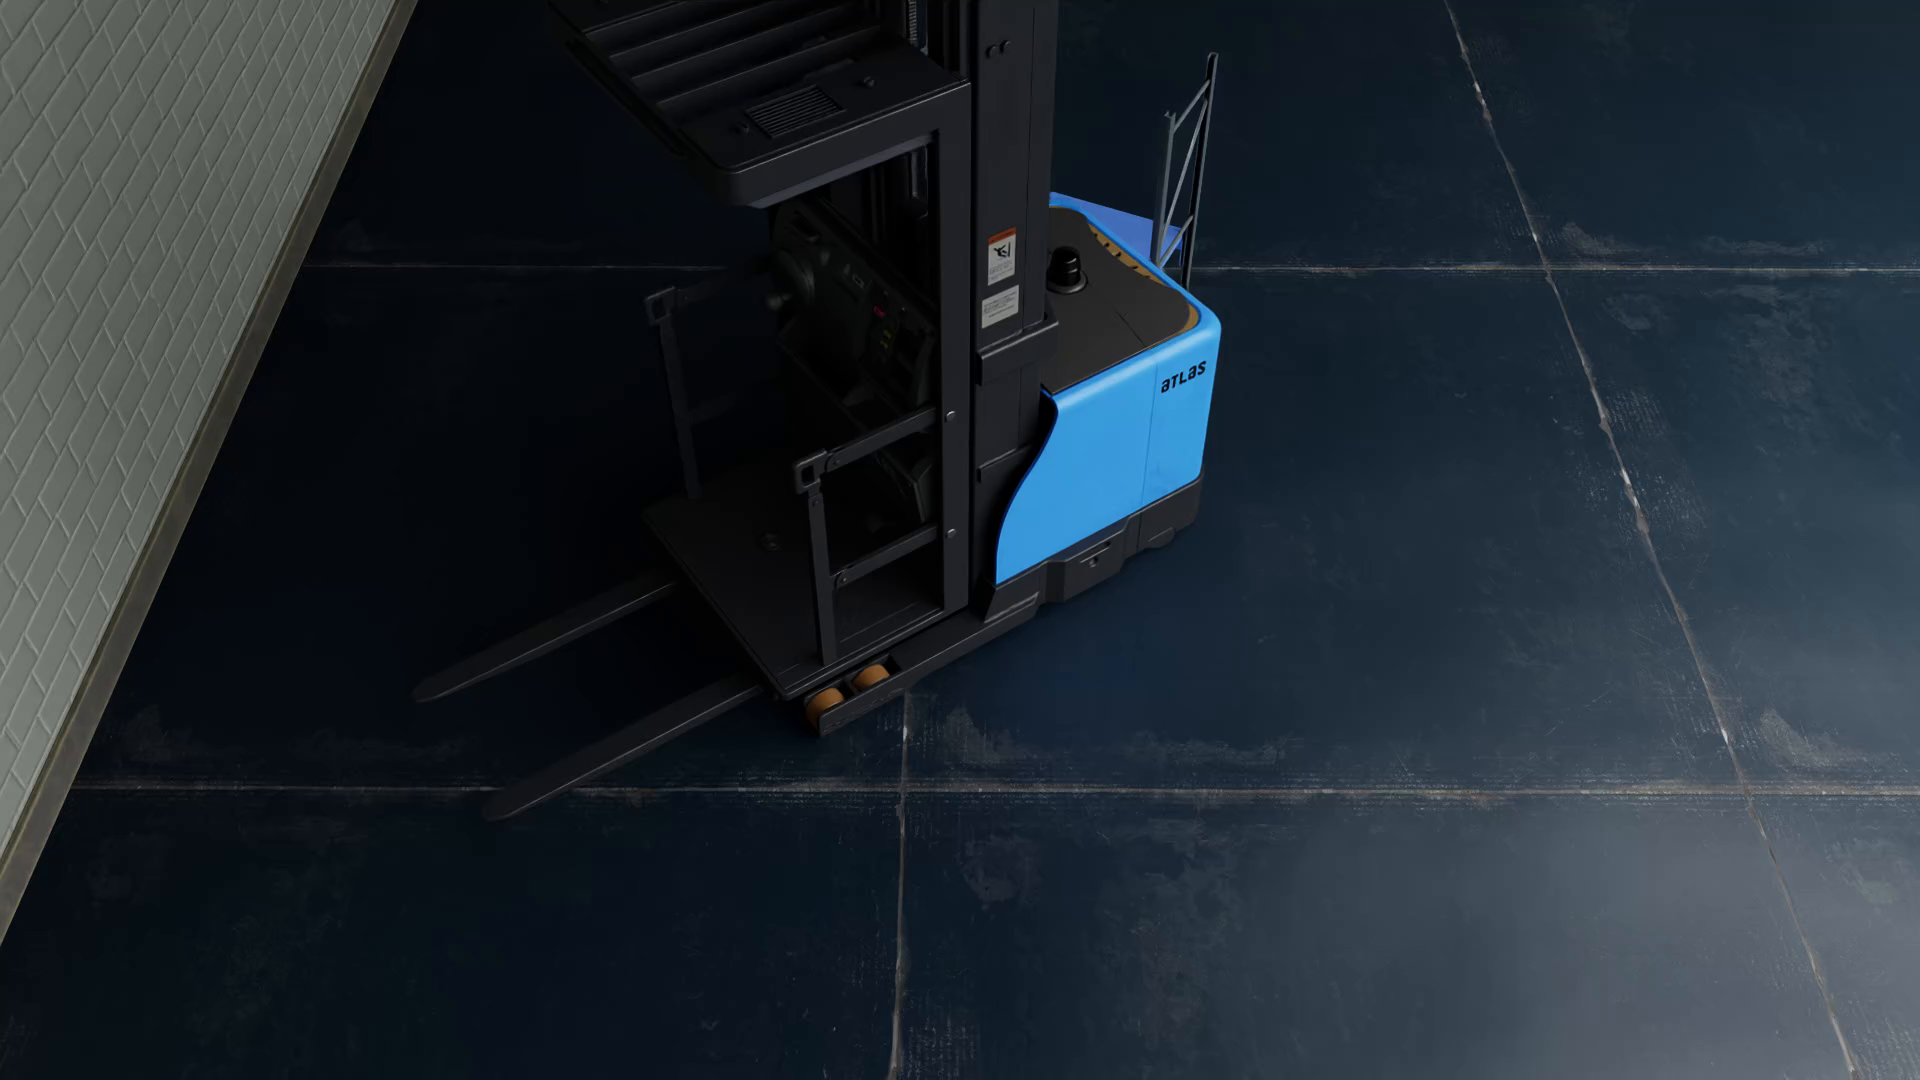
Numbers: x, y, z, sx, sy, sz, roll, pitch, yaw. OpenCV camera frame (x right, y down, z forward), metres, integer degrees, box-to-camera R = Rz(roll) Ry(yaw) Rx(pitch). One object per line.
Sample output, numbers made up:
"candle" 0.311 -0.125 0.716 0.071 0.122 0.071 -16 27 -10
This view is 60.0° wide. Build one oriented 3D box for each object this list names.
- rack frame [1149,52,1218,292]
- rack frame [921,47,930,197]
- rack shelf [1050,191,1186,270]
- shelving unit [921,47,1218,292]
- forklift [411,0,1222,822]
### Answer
"rack frame" 0.880 -1.219 6.860 0.032 1.500 0.500 20 50 18
"rack frame" -0.032 -1.548 7.166 0.032 1.500 0.500 20 50 18
"rack shelf" 0.424 -1.261 7.145 1.000 0.185 0.538 20 50 18
"shelving unit" 0.424 -1.384 7.013 1.048 1.500 0.538 20 50 18
"forklift" -0.531 -0.737 5.433 3.031 2.935 1.130 -27 53 -23
